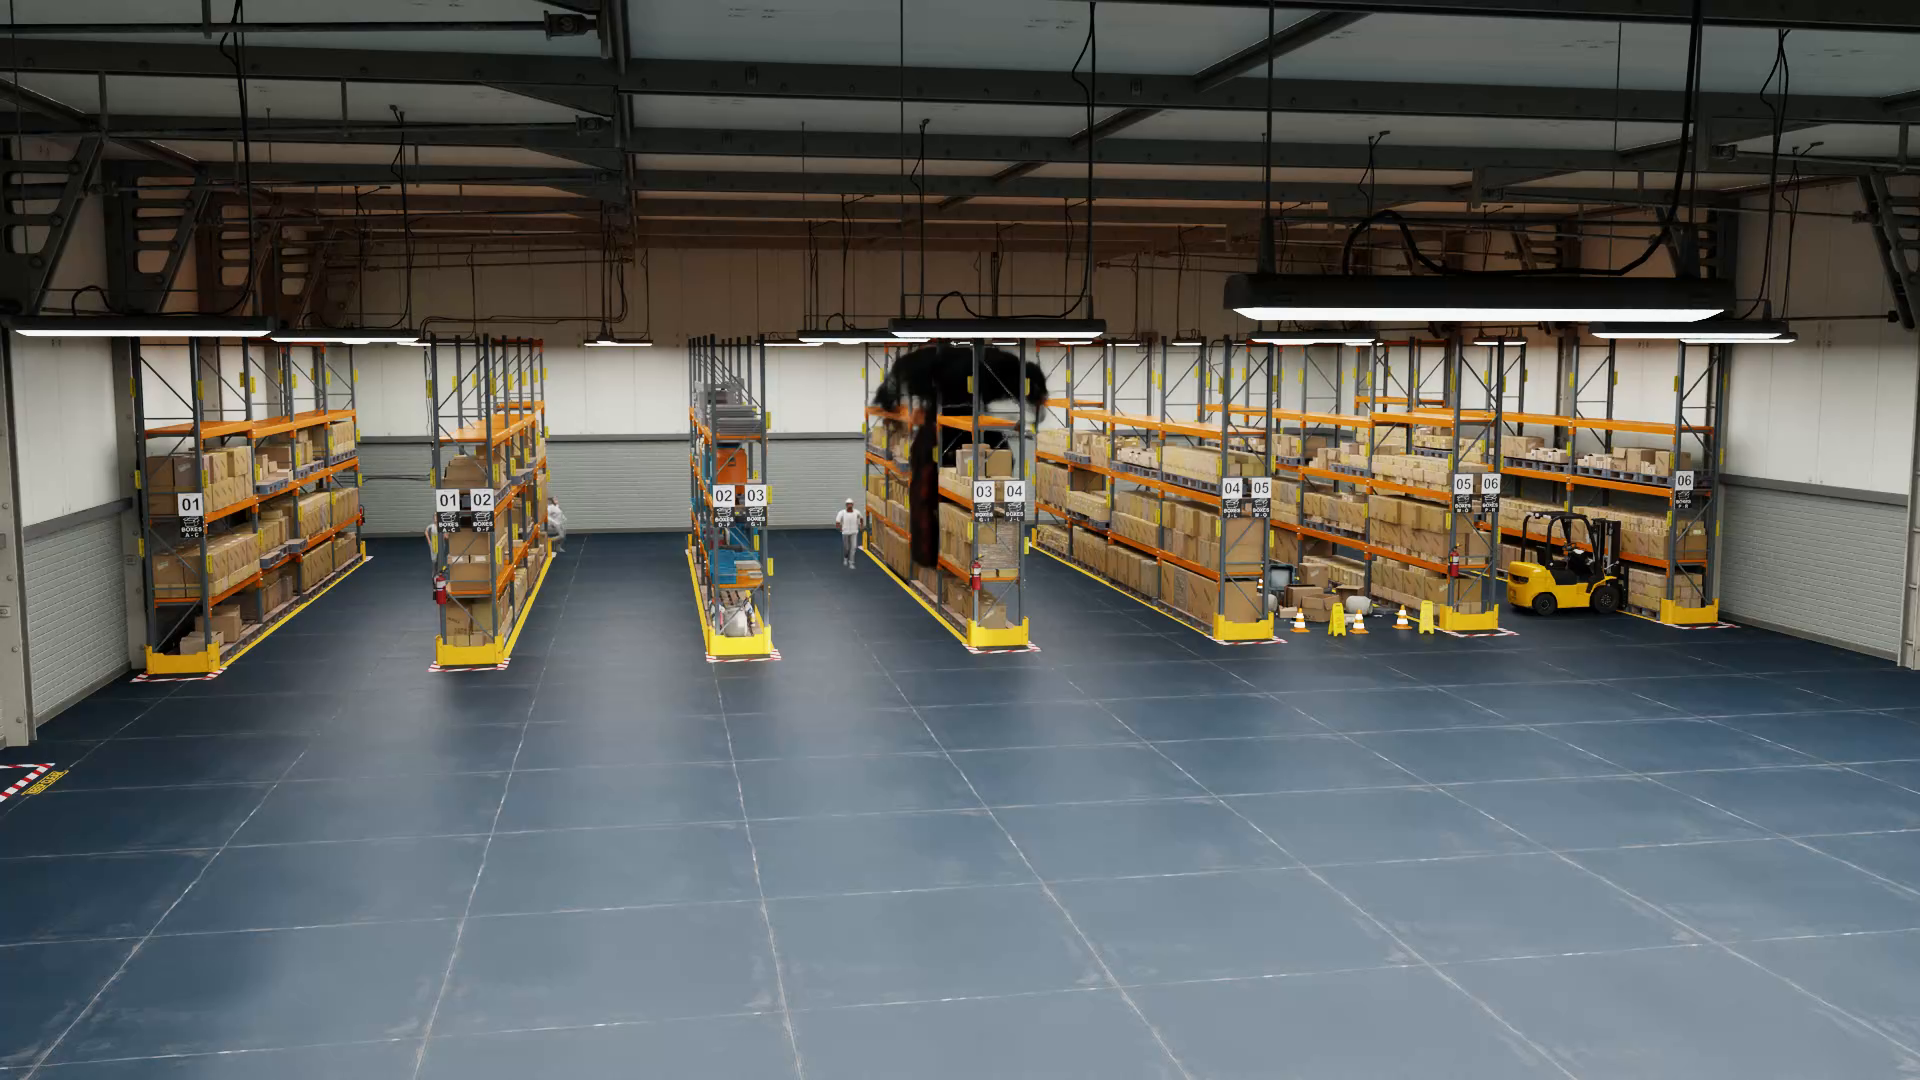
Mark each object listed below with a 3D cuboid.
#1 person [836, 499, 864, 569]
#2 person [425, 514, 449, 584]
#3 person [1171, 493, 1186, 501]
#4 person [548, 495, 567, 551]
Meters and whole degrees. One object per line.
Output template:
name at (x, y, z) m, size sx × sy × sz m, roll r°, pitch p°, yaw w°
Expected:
person at (-2.739, -0.169, 41.612) m, size 0.712 × 1.732 × 0.792 m, roll -1°, pitch 7°, yaw -10°
person at (-12.886, 0.201, 41.032) m, size 0.545 × 1.723 × 0.758 m, roll -2°, pitch 7°, yaw -21°
person at (6.658, -0.948, 50.586) m, size 0.907 × 1.821 × 0.666 m, roll 0°, pitch 7°, yaw 3°
person at (-11.425, -0.462, 47.079) m, size 0.519 × 1.627 × 0.624 m, roll 2°, pitch 7°, yaw 16°
